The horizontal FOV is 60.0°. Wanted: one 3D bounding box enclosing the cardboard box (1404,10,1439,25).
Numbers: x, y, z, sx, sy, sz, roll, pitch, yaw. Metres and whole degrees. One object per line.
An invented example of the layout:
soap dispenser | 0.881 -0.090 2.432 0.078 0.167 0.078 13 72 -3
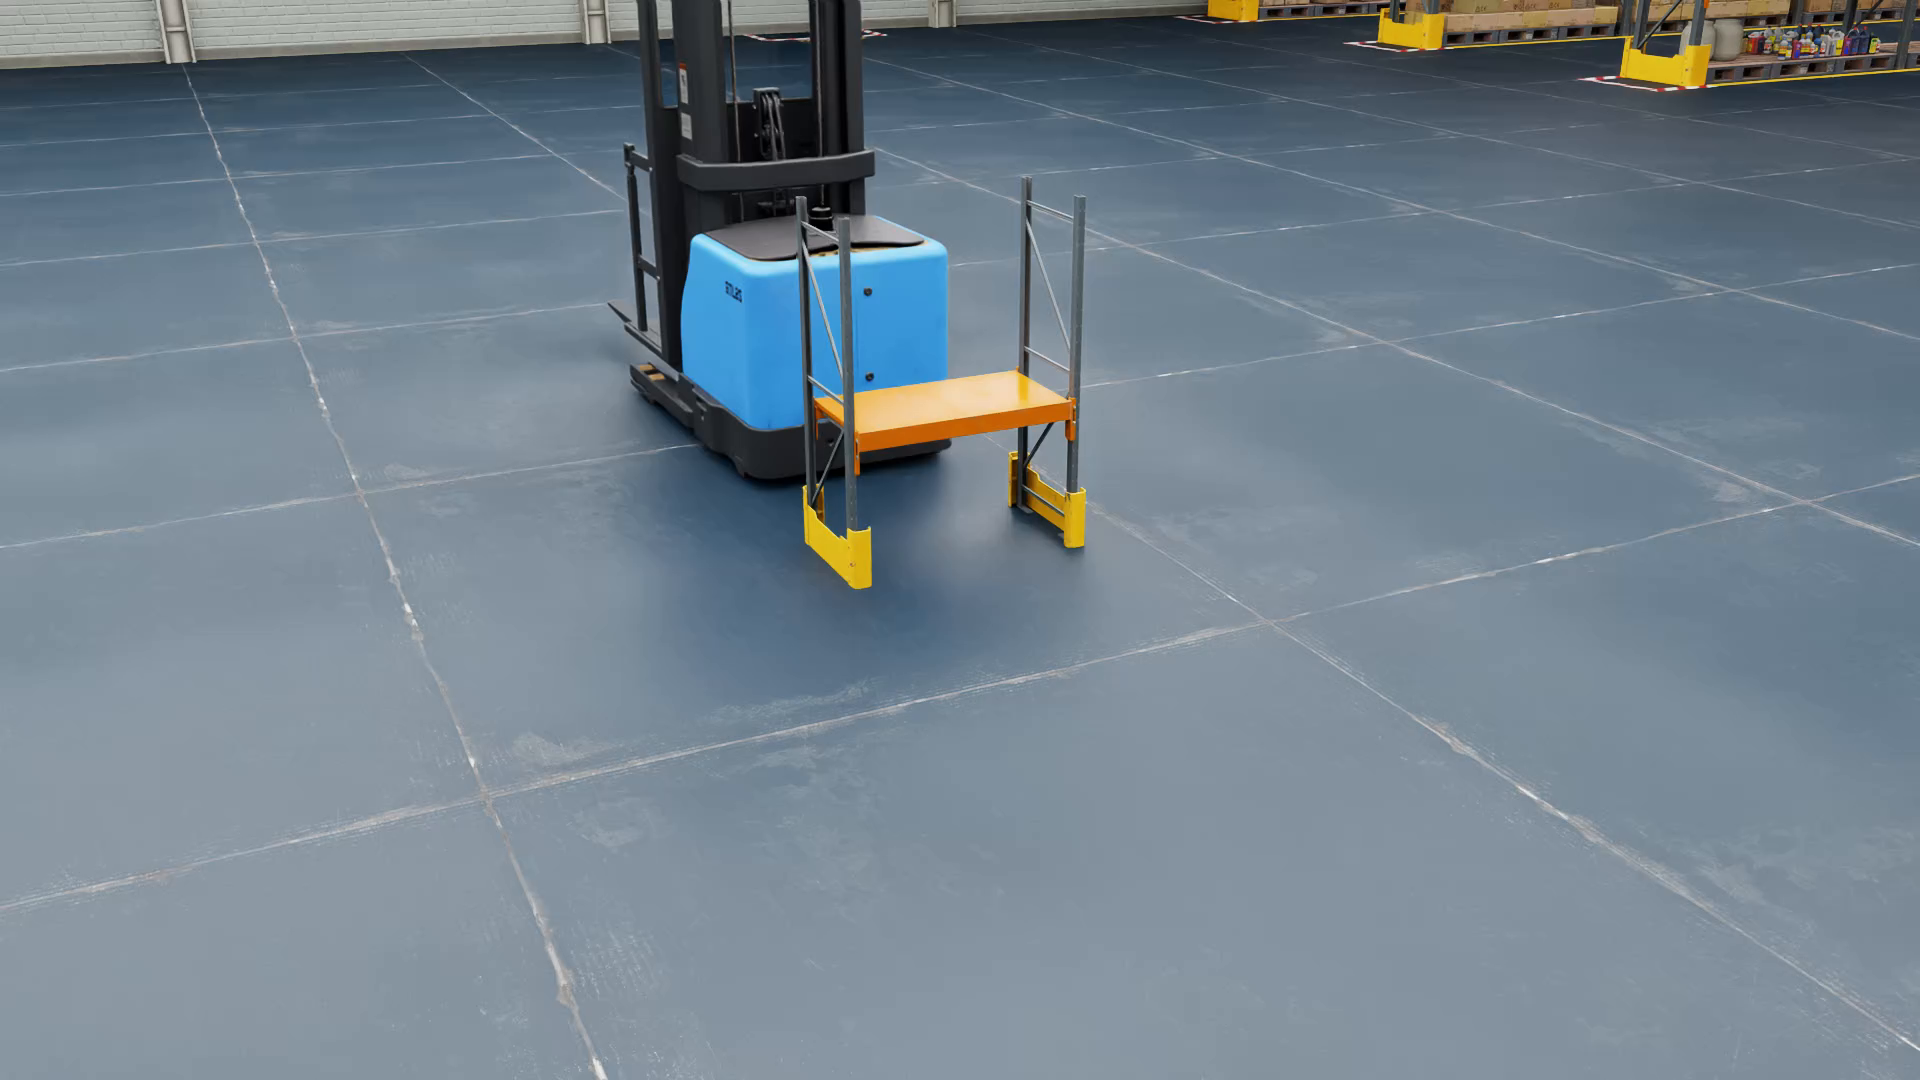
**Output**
cardboard box | 7.349 -8.193 26.166 0.500 0.250 0.500 -10 25 -24

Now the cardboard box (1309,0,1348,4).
cardboard box | 6.701 -10.116 30.459 0.500 0.500 0.700 -12 25 -27

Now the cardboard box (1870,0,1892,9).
cardboard box | 16.128 -9.689 29.428 0.500 0.500 0.500 -11 25 -25

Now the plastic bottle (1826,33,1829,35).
plastic bottle | 11.756 -6.722 22.543 0.133 0.283 0.061 -10 25 -24

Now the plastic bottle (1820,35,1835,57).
plastic bottle | 11.676 -6.662 22.408 0.135 0.276 0.152 -10 24 -23

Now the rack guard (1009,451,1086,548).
rack guard | 0.380 -0.185 7.371 0.087 0.250 0.587 -10 25 -24

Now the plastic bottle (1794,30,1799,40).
plastic bottle | 11.550 -6.917 23.031 0.097 0.271 0.097 0 22 0

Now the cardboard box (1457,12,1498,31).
cardboard box | 8.023 -8.098 25.938 0.500 0.250 0.500 -10 25 -24

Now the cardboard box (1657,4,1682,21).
cardboard box | 11.530 -8.731 27.467 0.500 0.250 0.500 -10 24 -22

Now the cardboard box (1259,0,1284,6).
cardboard box | 5.505 -9.830 30.015 0.500 0.311 0.500 -14 26 -30

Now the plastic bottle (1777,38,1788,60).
plastic bottle | 10.908 -6.507 22.039 0.097 0.271 0.097 0 22 0

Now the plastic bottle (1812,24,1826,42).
plastic bottle | 11.898 -6.973 23.061 0.185 0.351 0.144 -10 25 -24

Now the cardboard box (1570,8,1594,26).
cardboard box | 9.820 -8.434 26.748 0.500 0.250 0.500 -10 25 -24

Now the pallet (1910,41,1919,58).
pallet | 14.535 -7.093 24.110 1.213 0.211 1.003 -10 25 -24

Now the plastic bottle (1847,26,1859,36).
plastic bottle | 12.225 -6.857 22.781 0.185 0.351 0.144 -10 25 -24

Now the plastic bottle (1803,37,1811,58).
plastic bottle | 11.307 -6.580 22.216 0.097 0.271 0.097 0 22 0

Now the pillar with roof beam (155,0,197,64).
pillar with roof beam | -9.254 -9.502 18.438 0.400 9.000 9.100 -10 25 -24

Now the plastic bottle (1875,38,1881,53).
plastic bottle | 12.551 -6.777 22.783 0.097 0.201 0.097 0 22 0

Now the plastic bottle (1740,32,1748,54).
plastic bottle | 10.701 -6.800 22.732 0.133 0.283 0.061 -10 24 -22

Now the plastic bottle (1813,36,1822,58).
plastic bottle | 11.489 -6.614 22.297 0.097 0.271 0.097 0 22 0

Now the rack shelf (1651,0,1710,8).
rack shelf | 10.941 -7.370 22.073 4.000 0.370 1.077 -10 25 -24

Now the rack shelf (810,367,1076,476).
rack shelf | -0.077 -0.513 6.998 1.000 0.185 0.538 -10 25 -24

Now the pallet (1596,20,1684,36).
pallet | 11.245 -8.589 27.723 1.213 0.211 1.003 -10 25 -24

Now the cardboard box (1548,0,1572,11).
cardboard box | 9.371 -8.696 26.403 0.500 0.500 0.500 -10 25 -24

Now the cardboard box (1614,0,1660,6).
cardboard box | 11.079 -8.907 27.159 0.500 0.311 0.500 -10 25 -23

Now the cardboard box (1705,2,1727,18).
cardboard box | 12.455 -8.902 27.880 0.500 0.250 0.500 -10 24 -23

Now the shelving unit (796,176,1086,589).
shelving unit | -0.069 -0.680 6.933 1.083 1.500 0.587 -10 25 -24

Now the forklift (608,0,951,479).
forklift | -1.168 -2.162 8.642 1.130 2.935 3.031 -11 25 -25

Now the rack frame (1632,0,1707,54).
rack frame | 9.139 -7.371 21.134 0.127 3.000 1.000 -10 25 -24

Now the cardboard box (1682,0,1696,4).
cardboard box | 11.998 -9.075 27.564 0.500 0.311 0.500 -11 25 -25

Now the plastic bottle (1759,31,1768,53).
plastic bottle | 10.968 -6.827 22.806 0.135 0.276 0.152 -11 25 -25

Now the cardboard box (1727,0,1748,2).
cardboard box | 12.916 -9.245 27.975 0.500 0.311 0.500 -11 25 -24

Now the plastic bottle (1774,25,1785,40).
plastic bottle | 11.283 -6.921 22.935 0.185 0.351 0.144 -11 25 -24

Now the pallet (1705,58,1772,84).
pallet | 9.921 -6.244 22.058 1.213 0.211 1.003 -10 25 -24

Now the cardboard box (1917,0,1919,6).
cardboard box | 17.037 -9.857 29.835 0.500 0.500 0.500 -10 25 -23

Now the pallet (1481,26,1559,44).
pallet | 8.763 -8.132 26.619 1.213 0.211 1.003 -10 25 -24

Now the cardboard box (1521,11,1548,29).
cardboard box | 8.926 -8.262 26.334 0.500 0.250 0.500 -10 25 -24

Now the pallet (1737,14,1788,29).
pallet | 13.444 -8.994 28.701 1.213 0.211 1.003 -10 25 -24

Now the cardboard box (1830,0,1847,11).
cardboard box | 15.206 -9.519 29.018 0.500 0.500 0.500 -11 25 -26

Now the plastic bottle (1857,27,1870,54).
plastic bottle | 12.288 -6.807 22.661 0.185 0.351 0.144 -11 25 -25

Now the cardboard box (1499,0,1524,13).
cardboard box | 8.468 -8.532 26.004 0.500 0.500 0.500 -10 25 -24

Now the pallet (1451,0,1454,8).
pallet | 9.147 -10.290 31.832 1.213 0.211 1.003 -10 25 -24

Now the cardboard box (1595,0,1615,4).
cardboard box | 10.839 -9.090 27.602 0.500 0.311 0.500 -10 25 -24

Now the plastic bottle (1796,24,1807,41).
plastic bottle | 11.666 -6.991 23.106 0.185 0.351 0.144 -12 25 -26

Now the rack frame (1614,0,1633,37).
rack frame | 10.598 -9.742 26.862 0.127 3.000 1.000 -10 25 -24

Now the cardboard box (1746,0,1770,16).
cardboard box | 13.371 -9.071 28.287 0.500 0.250 0.500 -11 25 -24

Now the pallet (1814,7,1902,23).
pallet | 15.989 -9.429 29.752 1.213 0.211 1.003 -10 25 -24

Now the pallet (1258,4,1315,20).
pallet | 5.658 -9.632 30.242 1.213 0.211 1.003 -10 25 -24

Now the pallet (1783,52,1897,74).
pallet | 12.120 -6.649 23.036 1.213 0.211 1.003 -10 25 -24

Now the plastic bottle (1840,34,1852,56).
plastic bottle | 11.986 -6.703 22.497 0.133 0.283 0.061 -9 24 -20

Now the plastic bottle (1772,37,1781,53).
plastic bottle | 11.207 -6.787 22.807 0.097 0.201 0.097 0 22 0

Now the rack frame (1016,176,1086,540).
rack frame | 0.381 -0.763 7.133 0.032 1.500 0.500 -10 25 -24

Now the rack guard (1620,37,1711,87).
rack guard | 9.187 -6.244 21.682 0.348 0.500 1.175 -10 25 -24

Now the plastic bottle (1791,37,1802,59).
plastic bottle | 11.120 -6.543 22.112 0.133 0.283 0.061 -10 25 -23

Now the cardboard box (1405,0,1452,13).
cardboard box | 7.348 -8.540 26.024 0.500 0.500 0.500 -10 25 -24

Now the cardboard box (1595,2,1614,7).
cardboard box | 10.846 -8.834 27.715 0.500 0.250 0.500 -11 25 -24

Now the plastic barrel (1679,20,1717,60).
plastic barrel | 9.699 -6.551 21.857 0.421 0.512 0.421 0 22 0
